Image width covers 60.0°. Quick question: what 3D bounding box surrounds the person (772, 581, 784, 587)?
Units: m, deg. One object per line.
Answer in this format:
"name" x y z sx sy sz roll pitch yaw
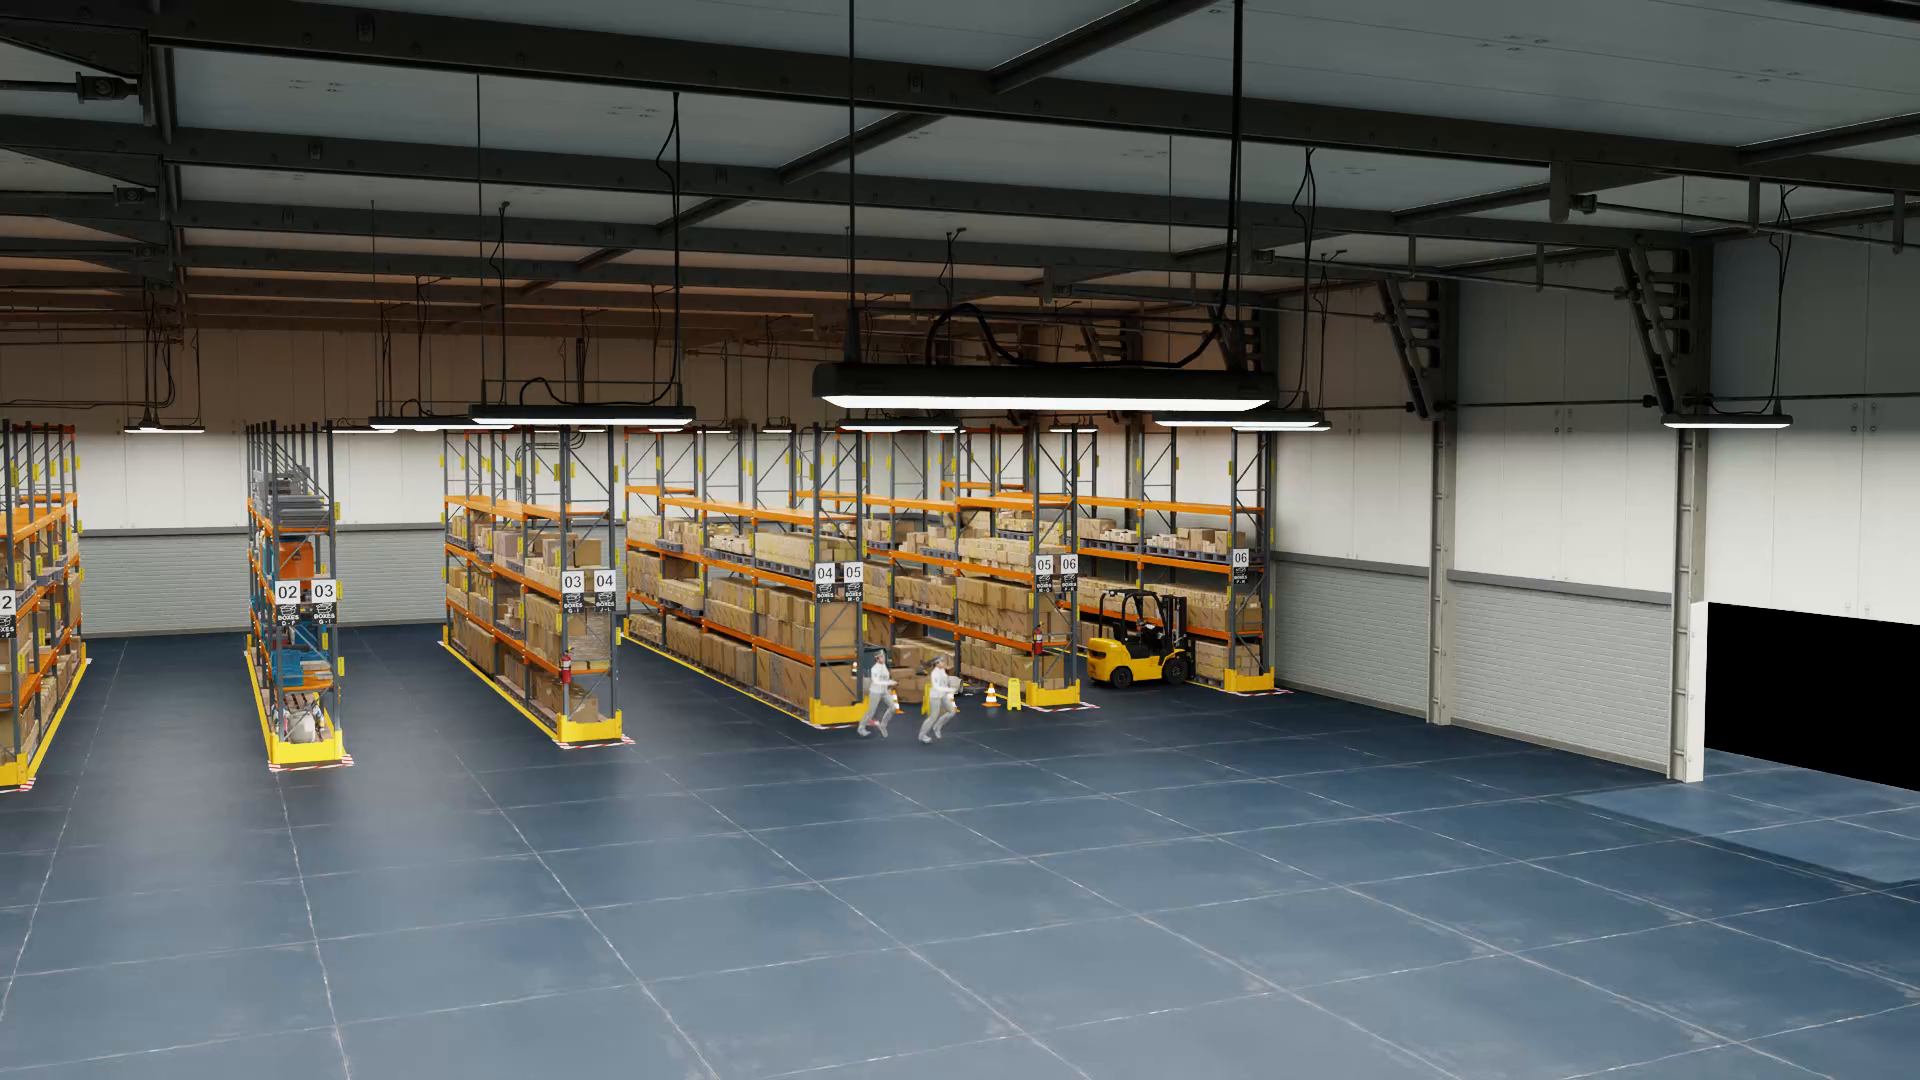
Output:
"person" -5.593 1.679 50.997 0.549 1.717 0.712 -1 4 -8

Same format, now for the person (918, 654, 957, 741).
"person" -0.387 2.936 31.069 0.777 1.646 0.631 2 4 25

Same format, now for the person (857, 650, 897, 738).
"person" -1.532 2.903 31.522 0.835 1.691 0.620 2 4 30
